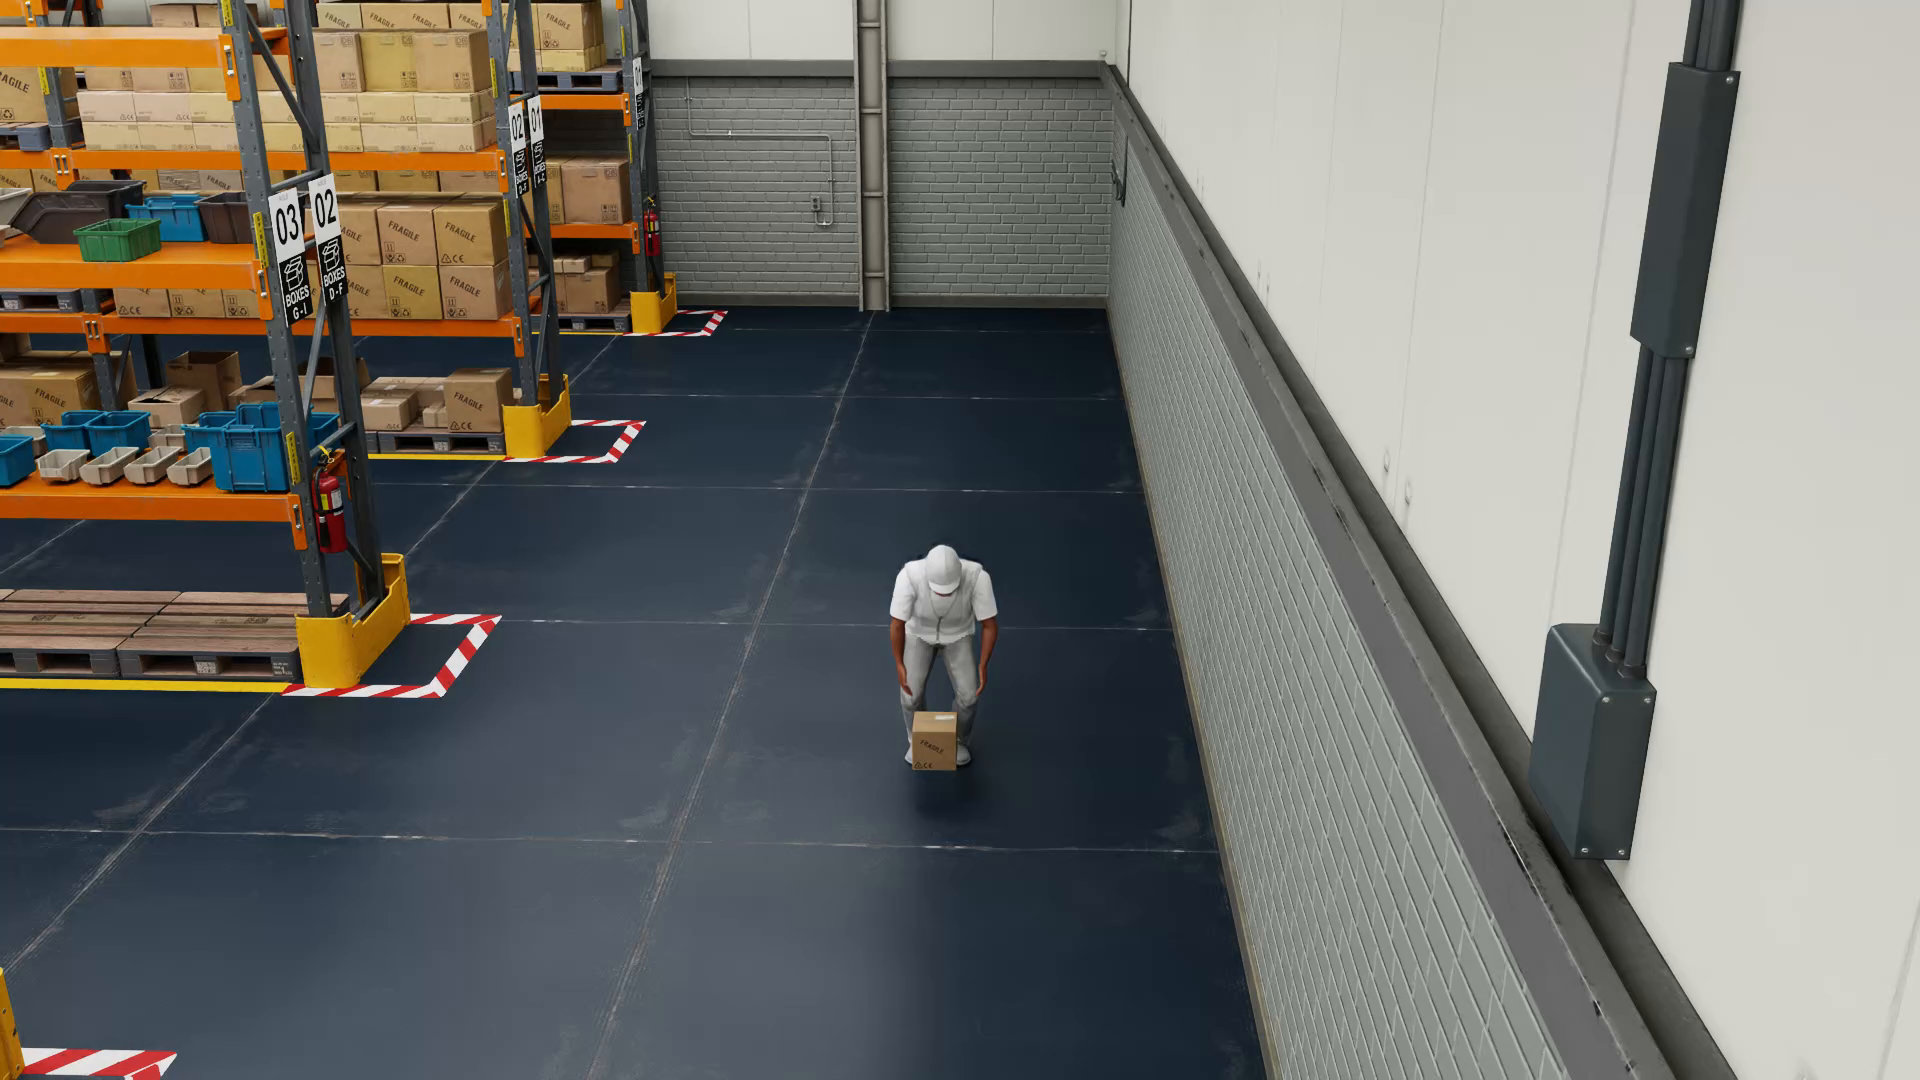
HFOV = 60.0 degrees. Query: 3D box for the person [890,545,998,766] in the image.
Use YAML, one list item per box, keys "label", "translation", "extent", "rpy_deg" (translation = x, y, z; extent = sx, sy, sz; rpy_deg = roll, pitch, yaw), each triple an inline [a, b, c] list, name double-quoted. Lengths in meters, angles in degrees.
- label: "person"
  translation: [-0.090, 0.633, 9.798]
  extent: [0.630, 1.462, 0.727]
  rpy_deg: [1, 21, 2]
